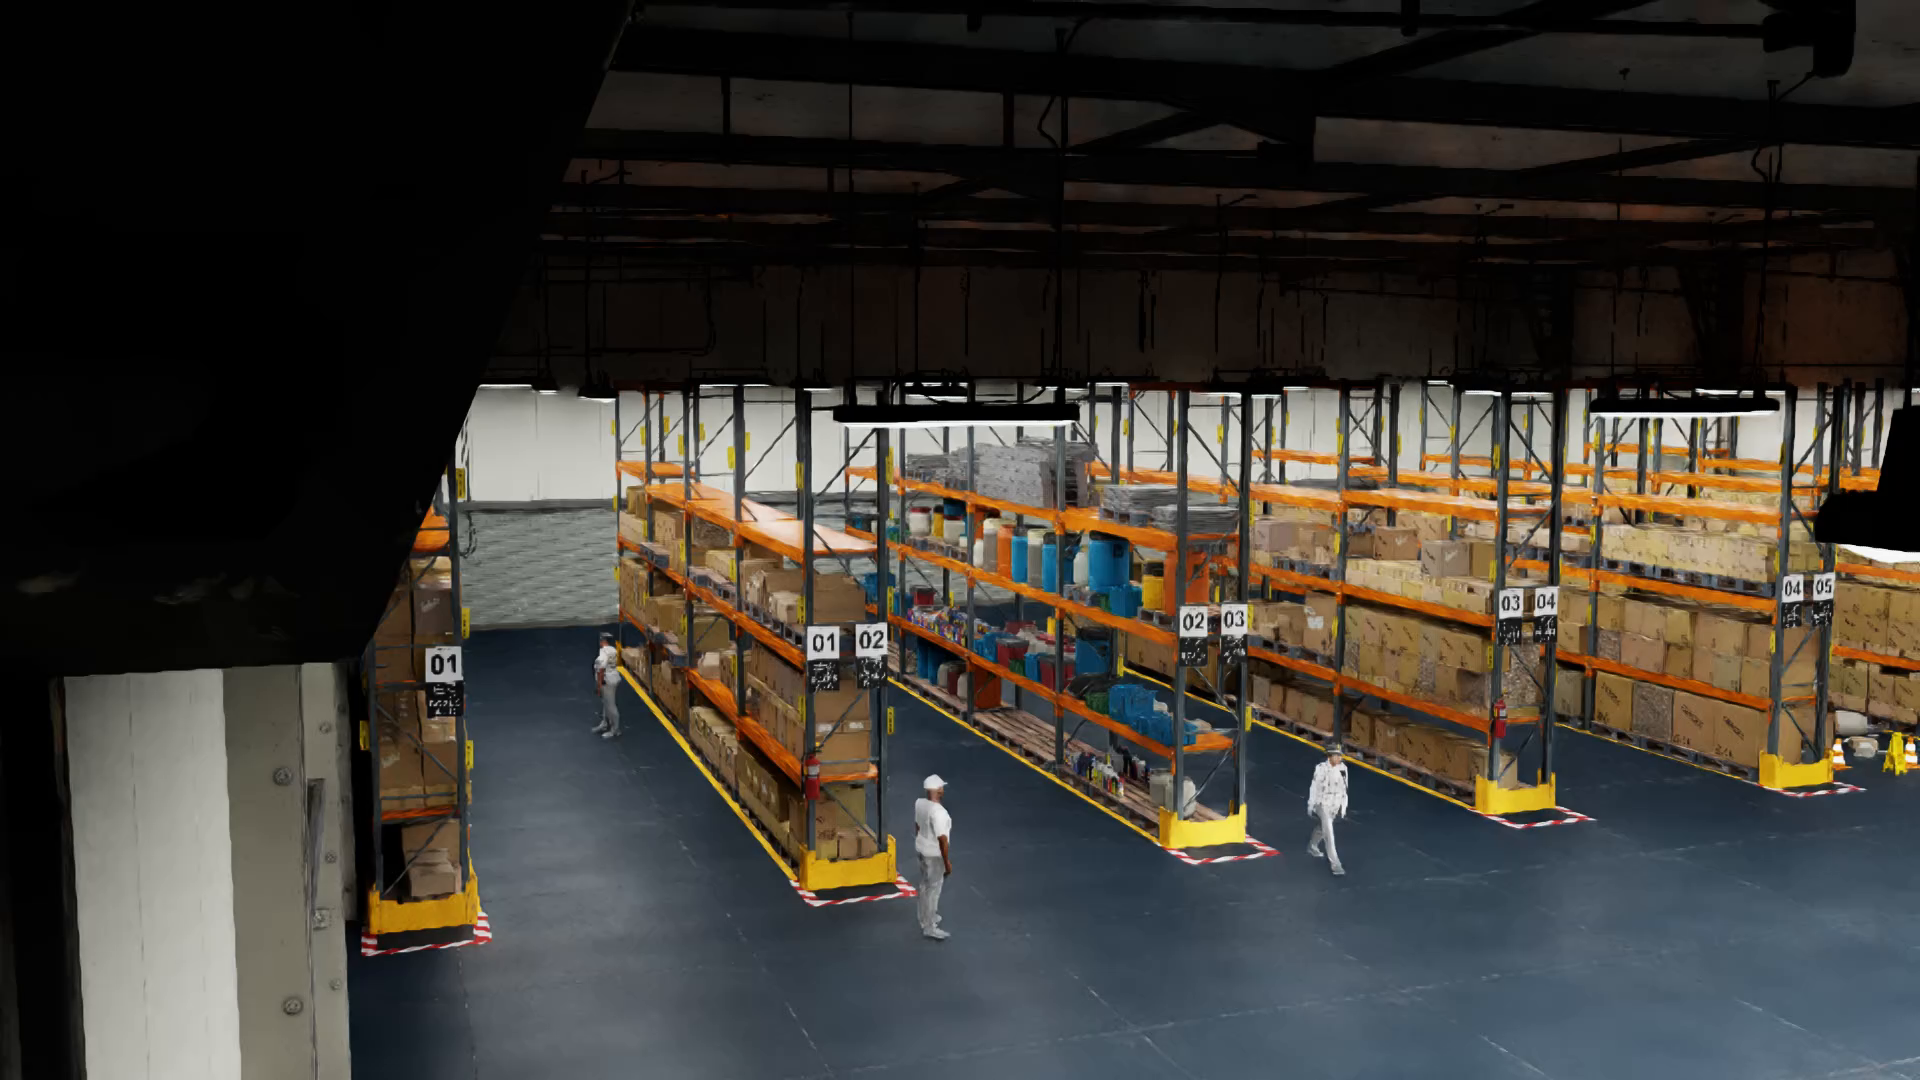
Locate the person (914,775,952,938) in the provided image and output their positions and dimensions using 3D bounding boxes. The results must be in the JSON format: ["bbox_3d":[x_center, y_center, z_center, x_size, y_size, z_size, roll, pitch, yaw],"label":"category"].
[{"bbox_3d":[-0.298,3.475,18.514,0.384,1.769,0.703,-3,7,-27],"label":"person"}]

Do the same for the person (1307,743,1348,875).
[{"bbox_3d":[4.668,3.316,20.899,0.488,1.587,1.079,-2,6,-21],"label":"person"}]

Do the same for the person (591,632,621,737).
[{"bbox_3d":[-6.071,2.444,28.431,0.594,1.744,0.668,1,6,5],"label":"person"}]
